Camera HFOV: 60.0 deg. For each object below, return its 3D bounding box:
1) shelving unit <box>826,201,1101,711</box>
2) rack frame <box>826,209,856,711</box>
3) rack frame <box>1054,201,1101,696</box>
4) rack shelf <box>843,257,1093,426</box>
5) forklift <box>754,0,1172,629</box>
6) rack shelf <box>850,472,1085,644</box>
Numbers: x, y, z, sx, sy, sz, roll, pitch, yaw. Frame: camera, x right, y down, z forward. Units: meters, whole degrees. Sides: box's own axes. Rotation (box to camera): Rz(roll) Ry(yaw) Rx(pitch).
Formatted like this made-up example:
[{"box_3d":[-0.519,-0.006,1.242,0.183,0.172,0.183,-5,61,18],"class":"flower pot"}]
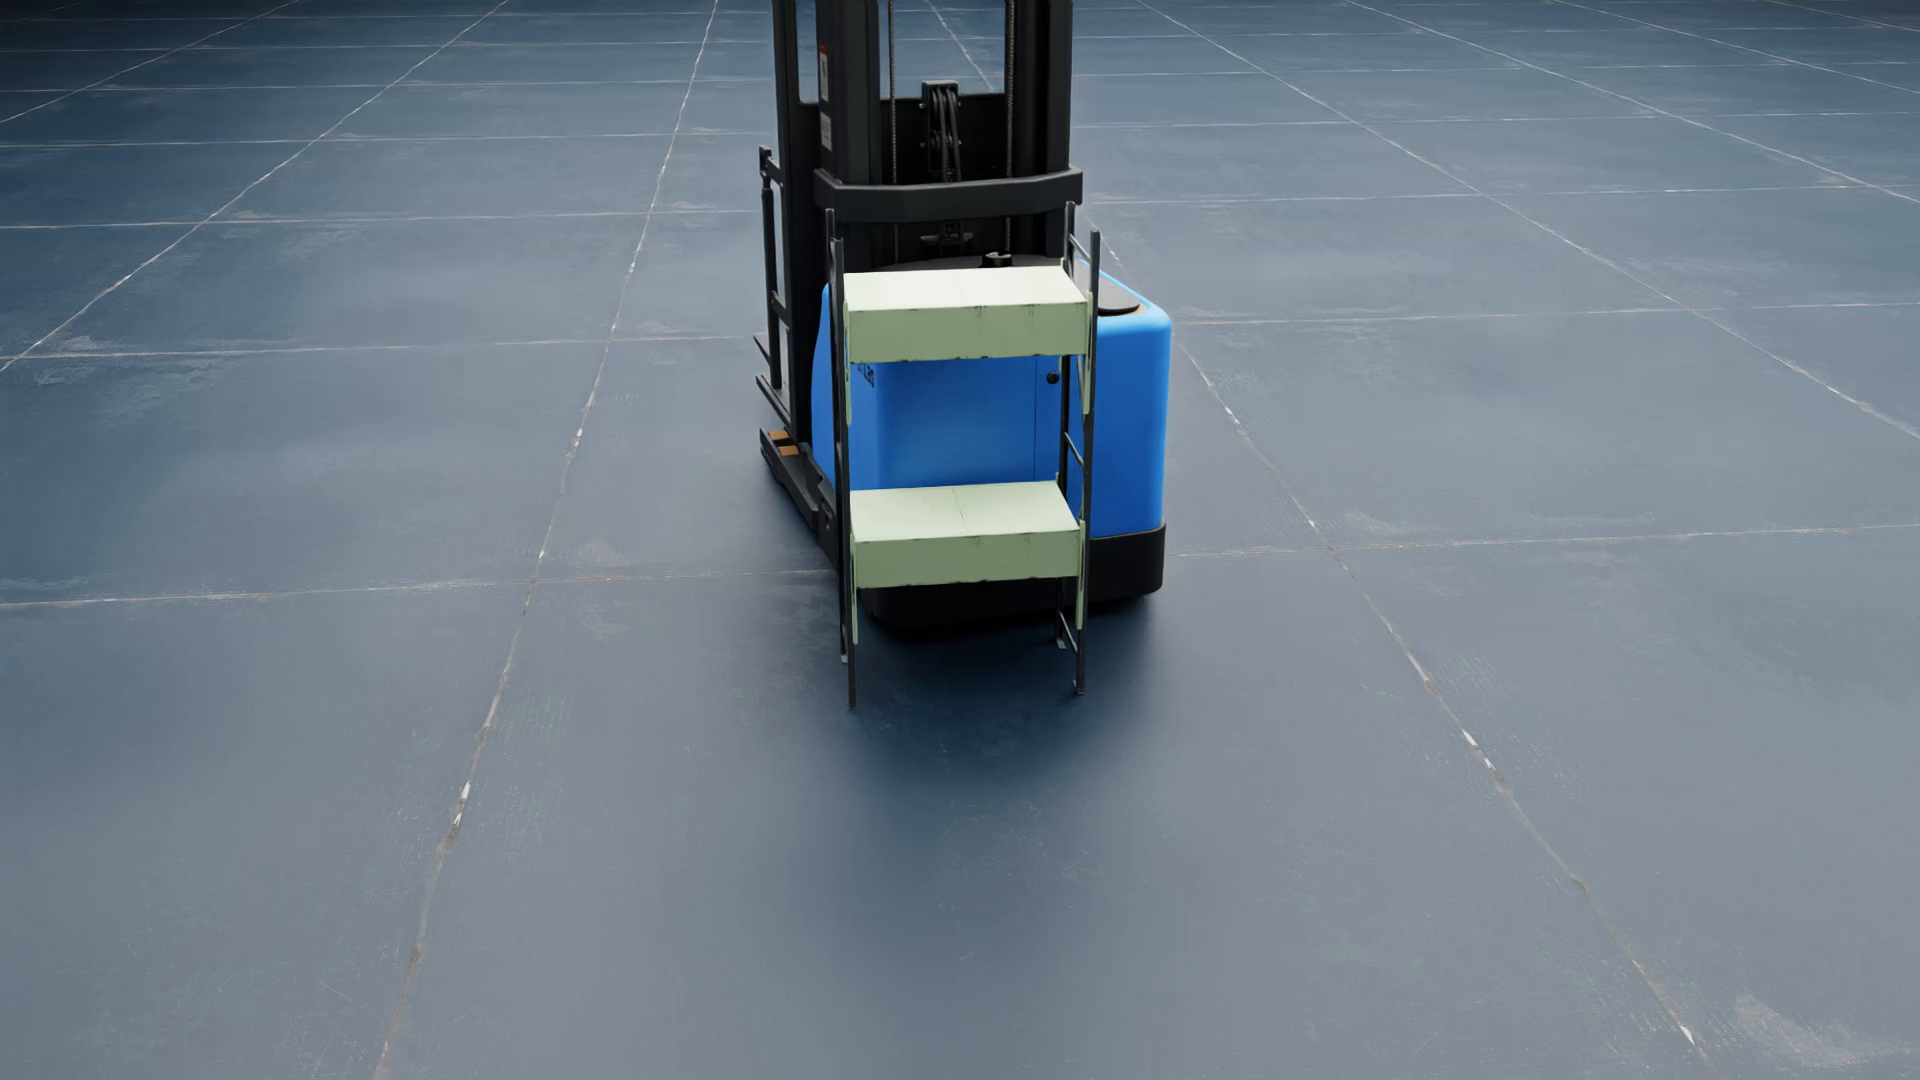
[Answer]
[{"box_3d":[-0.002,-0.248,5.153,0.755,1.500,0.431,-3,24,-7],"class":"shelving unit"},{"box_3d":[-0.364,-0.227,5.108,0.023,1.500,0.400,-3,24,-7],"class":"rack frame"},{"box_3d":[0.361,-0.268,5.199,0.023,1.500,0.400,-3,24,-7],"class":"rack frame"},{"box_3d":[-0.002,-0.604,4.995,0.720,0.370,0.431,-3,24,-7],"class":"rack shelf"},{"box_3d":[-0.220,-1.613,6.464,1.130,2.935,3.031,-8,25,-16],"class":"forklift"},{"box_3d":[-0.002,0.050,5.286,0.720,0.370,0.431,-3,24,-7],"class":"rack shelf"}]
